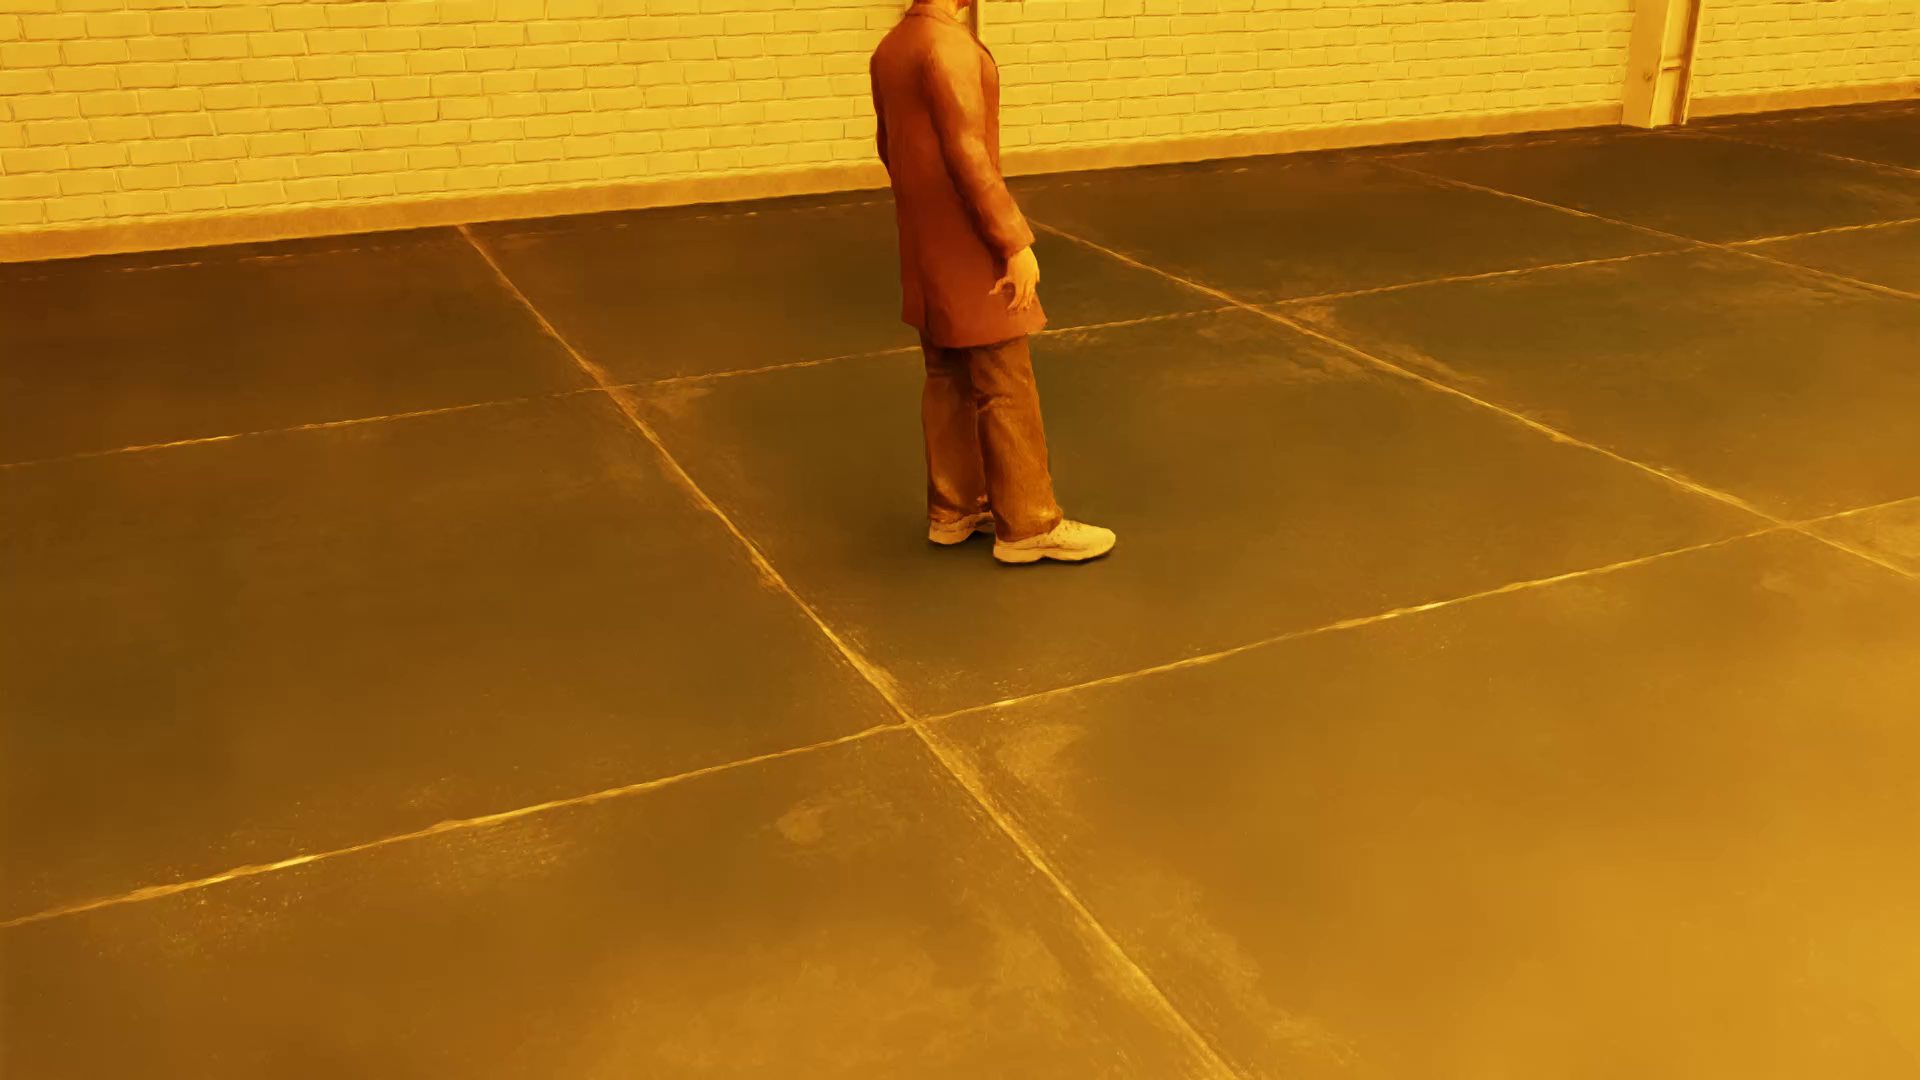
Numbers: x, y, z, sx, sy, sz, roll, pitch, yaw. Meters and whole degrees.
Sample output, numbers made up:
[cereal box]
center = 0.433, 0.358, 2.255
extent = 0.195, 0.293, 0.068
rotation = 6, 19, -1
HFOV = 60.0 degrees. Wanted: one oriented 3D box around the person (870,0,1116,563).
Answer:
[person]
center = 0.085, -0.841, 4.795
extent = 0.580, 1.776, 0.694
rotation = -10, 25, -23
